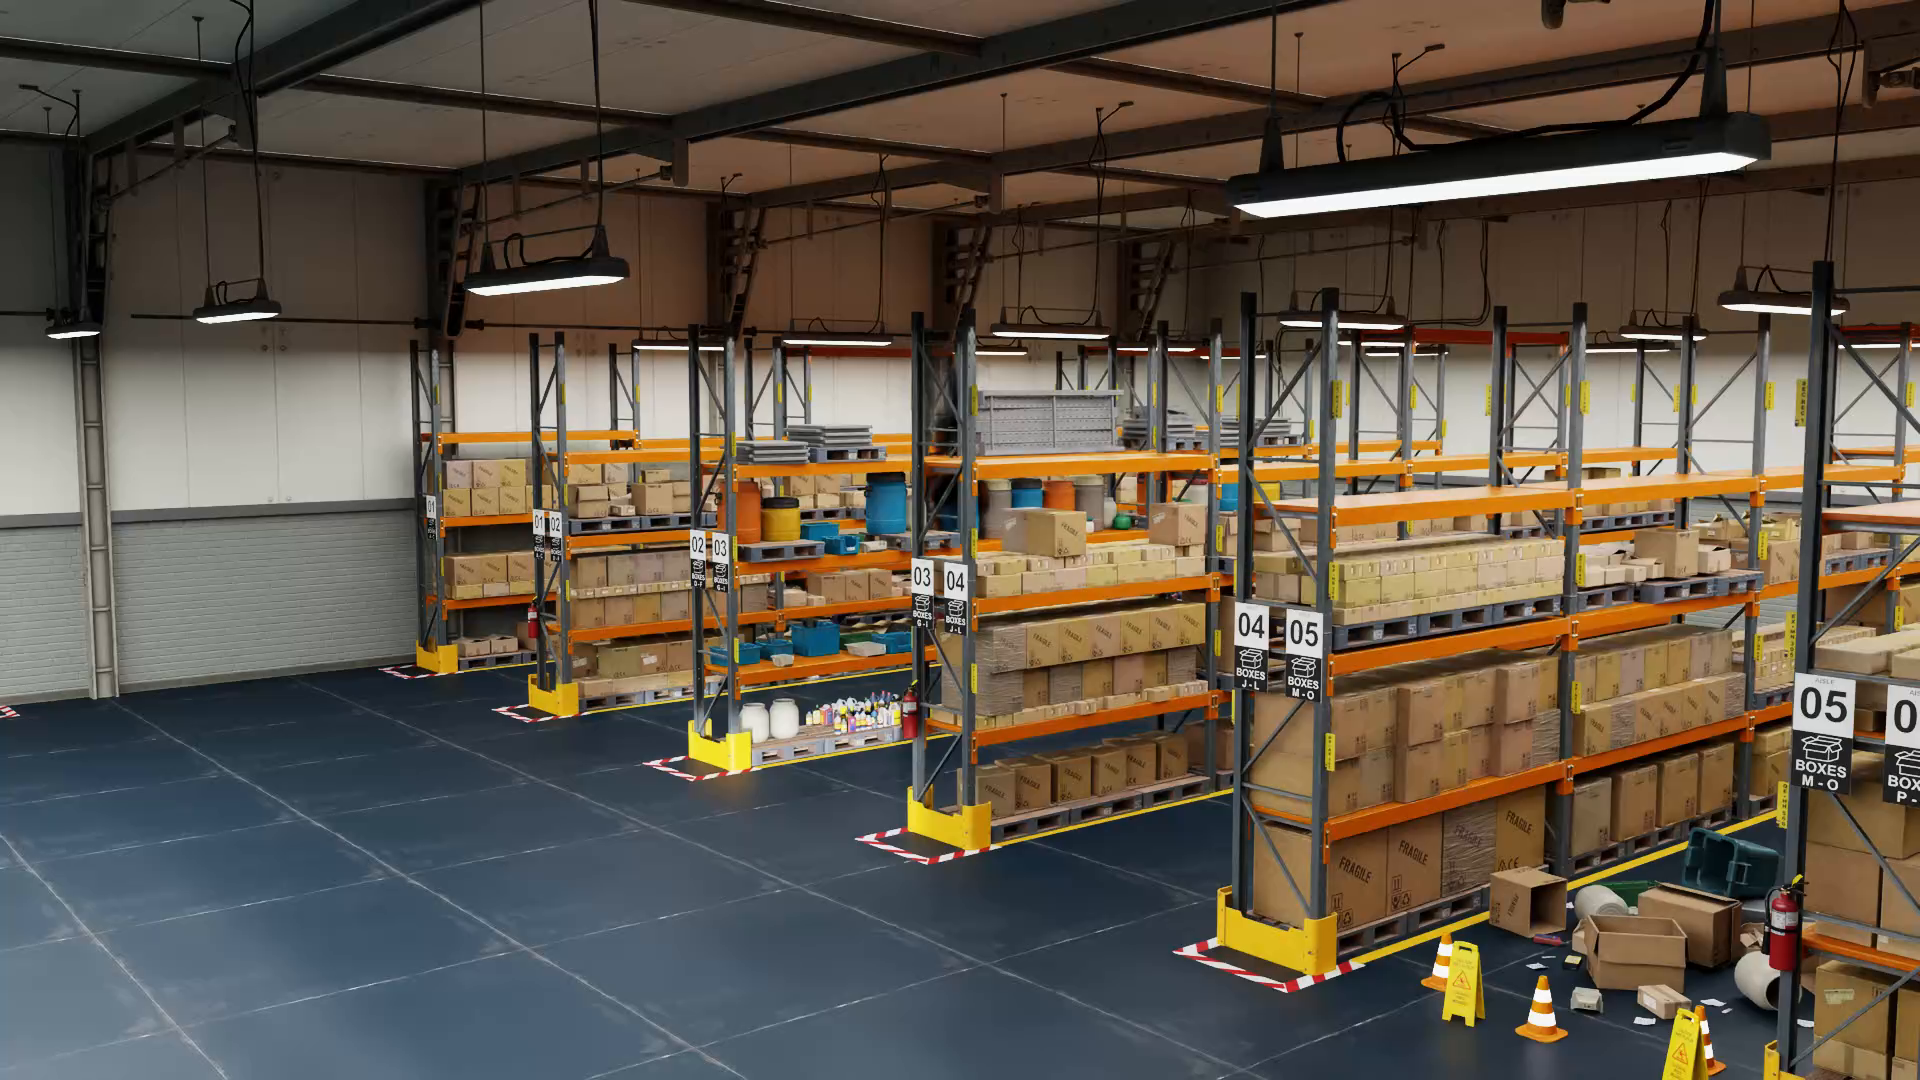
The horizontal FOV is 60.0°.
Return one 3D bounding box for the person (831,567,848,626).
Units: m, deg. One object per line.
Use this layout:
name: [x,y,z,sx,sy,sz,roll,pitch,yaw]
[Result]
person: [-2.393,1.334,32.799,0.531,1.608,0.599,-5,7,-43]
